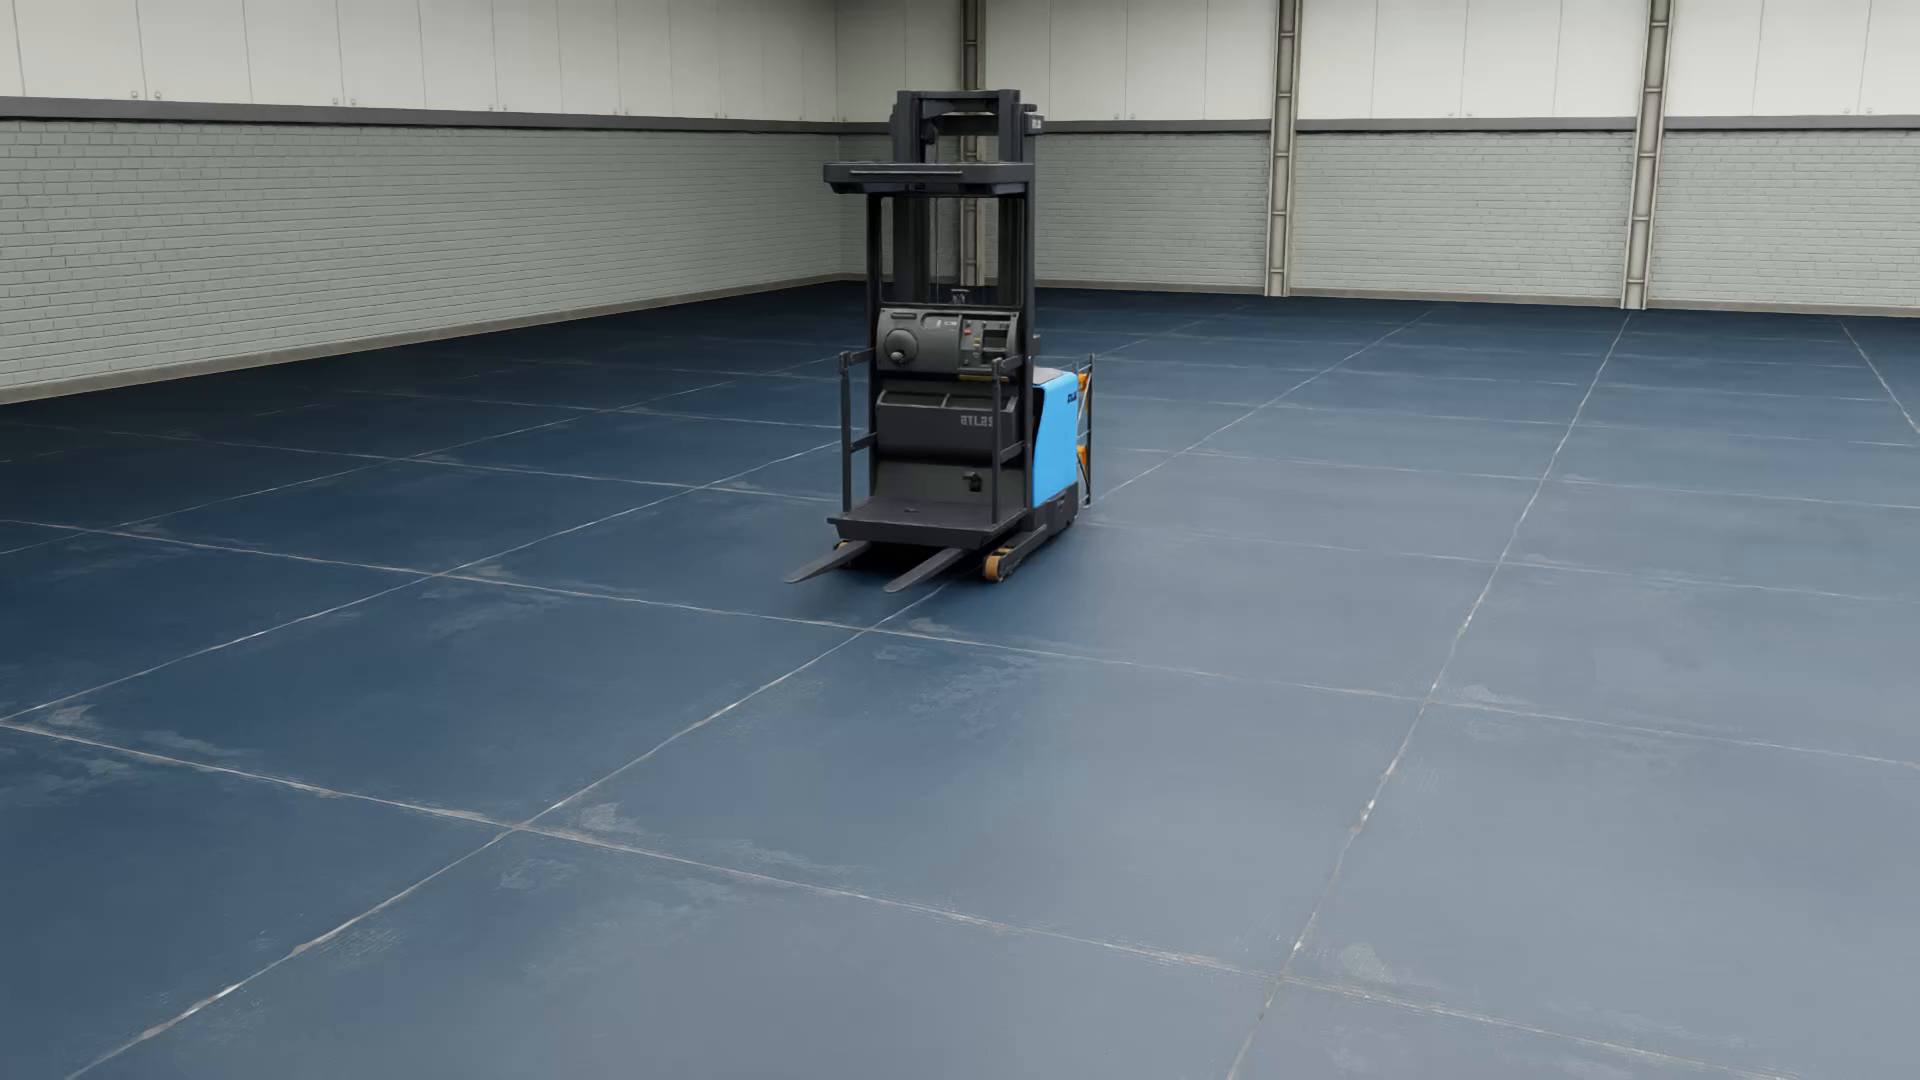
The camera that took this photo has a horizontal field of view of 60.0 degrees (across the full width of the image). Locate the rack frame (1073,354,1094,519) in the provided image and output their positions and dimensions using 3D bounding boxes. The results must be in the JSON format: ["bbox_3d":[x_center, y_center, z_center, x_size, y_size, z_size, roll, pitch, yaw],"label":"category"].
[{"bbox_3d":[0.883,-0.754,12.006,0.032,1.125,0.500,4,14,18],"label":"rack frame"}]

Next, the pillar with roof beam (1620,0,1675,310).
[{"bbox_3d":[9.476,-7.343,22.851,0.400,9.000,9.100,6,14,23],"label":"pillar with roof beam"}]

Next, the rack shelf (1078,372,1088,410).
[{"bbox_3d":[0.400,-1.075,12.093,1.000,0.278,0.538,4,14,18],"label":"rack shelf"}]

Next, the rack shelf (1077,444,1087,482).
[{"bbox_3d":[0.400,-0.552,12.216,1.000,0.278,0.538,4,14,18],"label":"rack shelf"}]

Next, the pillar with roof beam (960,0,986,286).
[{"bbox_3d":[-1.496,-8.454,27.583,0.400,9.000,9.100,6,14,23],"label":"pillar with roof beam"}]

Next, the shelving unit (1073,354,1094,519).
[{"bbox_3d":[0.400,-0.790,12.160,1.048,1.125,0.538,4,14,18],"label":"shelving unit"}]

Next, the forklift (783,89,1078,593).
[{"bbox_3d":[-0.154,-1.277,10.279,1.130,2.935,3.031,5,14,20],"label":"forklift"}]

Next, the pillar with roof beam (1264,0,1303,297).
[{"bbox_3d":[3.990,-7.898,25.217,0.400,9.000,9.100,6,14,23],"label":"pillar with roof beam"}]
